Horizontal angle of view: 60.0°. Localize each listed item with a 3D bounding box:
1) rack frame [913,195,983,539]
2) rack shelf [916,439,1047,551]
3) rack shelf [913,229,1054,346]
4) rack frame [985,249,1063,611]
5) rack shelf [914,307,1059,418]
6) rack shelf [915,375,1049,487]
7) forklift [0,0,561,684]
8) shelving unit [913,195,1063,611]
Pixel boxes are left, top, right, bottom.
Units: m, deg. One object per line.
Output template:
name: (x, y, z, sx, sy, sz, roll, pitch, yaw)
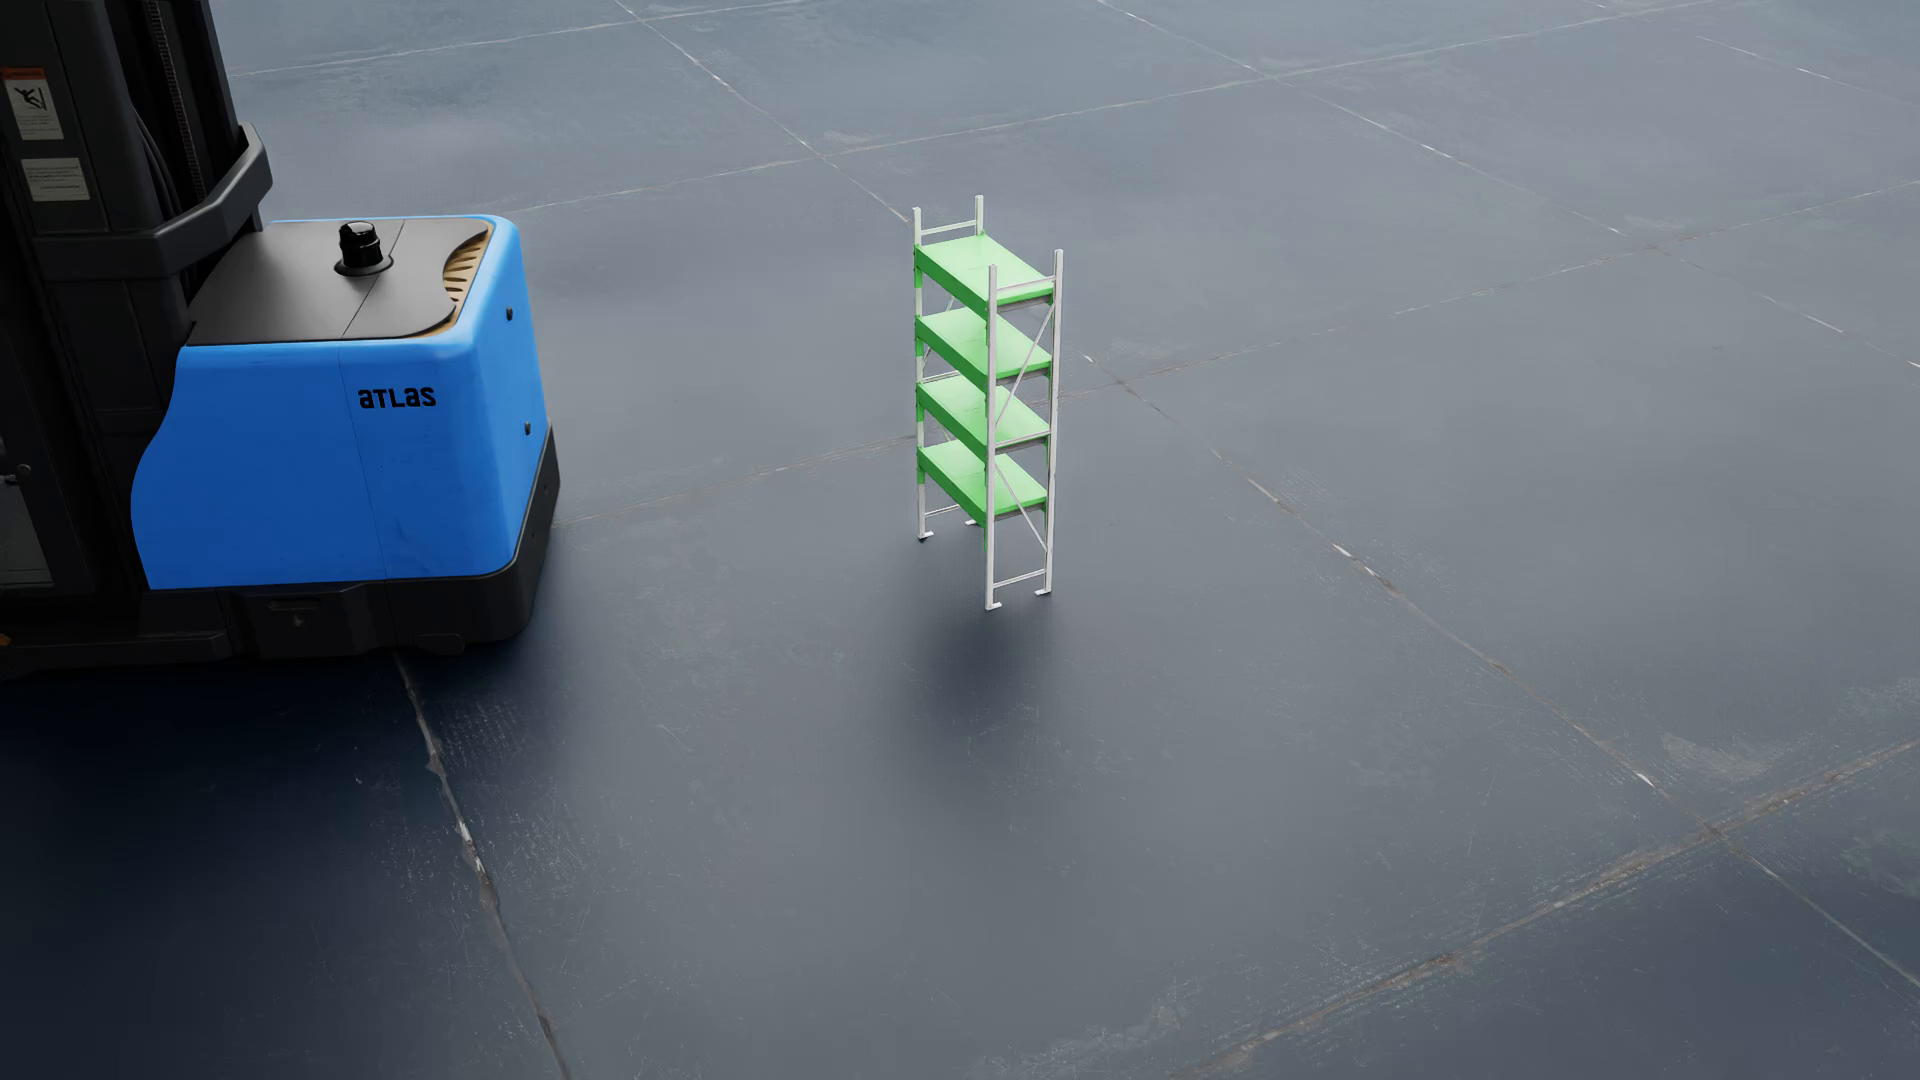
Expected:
rack frame: (-0.037, -0.543, 5.485, 0.240, 1.200, 0.015, -16, 36, -23)
rack shelf: (0.077, -0.170, 5.467, 0.258, 0.148, 0.480, -16, 36, -23)
rack shelf: (0.077, -0.777, 5.079, 0.258, 0.148, 0.480, -16, 36, -23)
rack frame: (0.191, -0.310, 5.121, 0.240, 1.200, 0.015, -16, 36, -23)
rack shelf: (0.077, -0.575, 5.208, 0.258, 0.148, 0.480, -16, 36, -23)
rack shelf: (0.077, -0.372, 5.337, 0.258, 0.148, 0.480, -16, 36, -23)
forklift: (-2.900, -1.079, 4.718, 3.031, 2.935, 1.130, -2, 33, -4)
shelving unit: (0.077, -0.426, 5.303, 0.258, 1.200, 0.503, -16, 36, -23)
